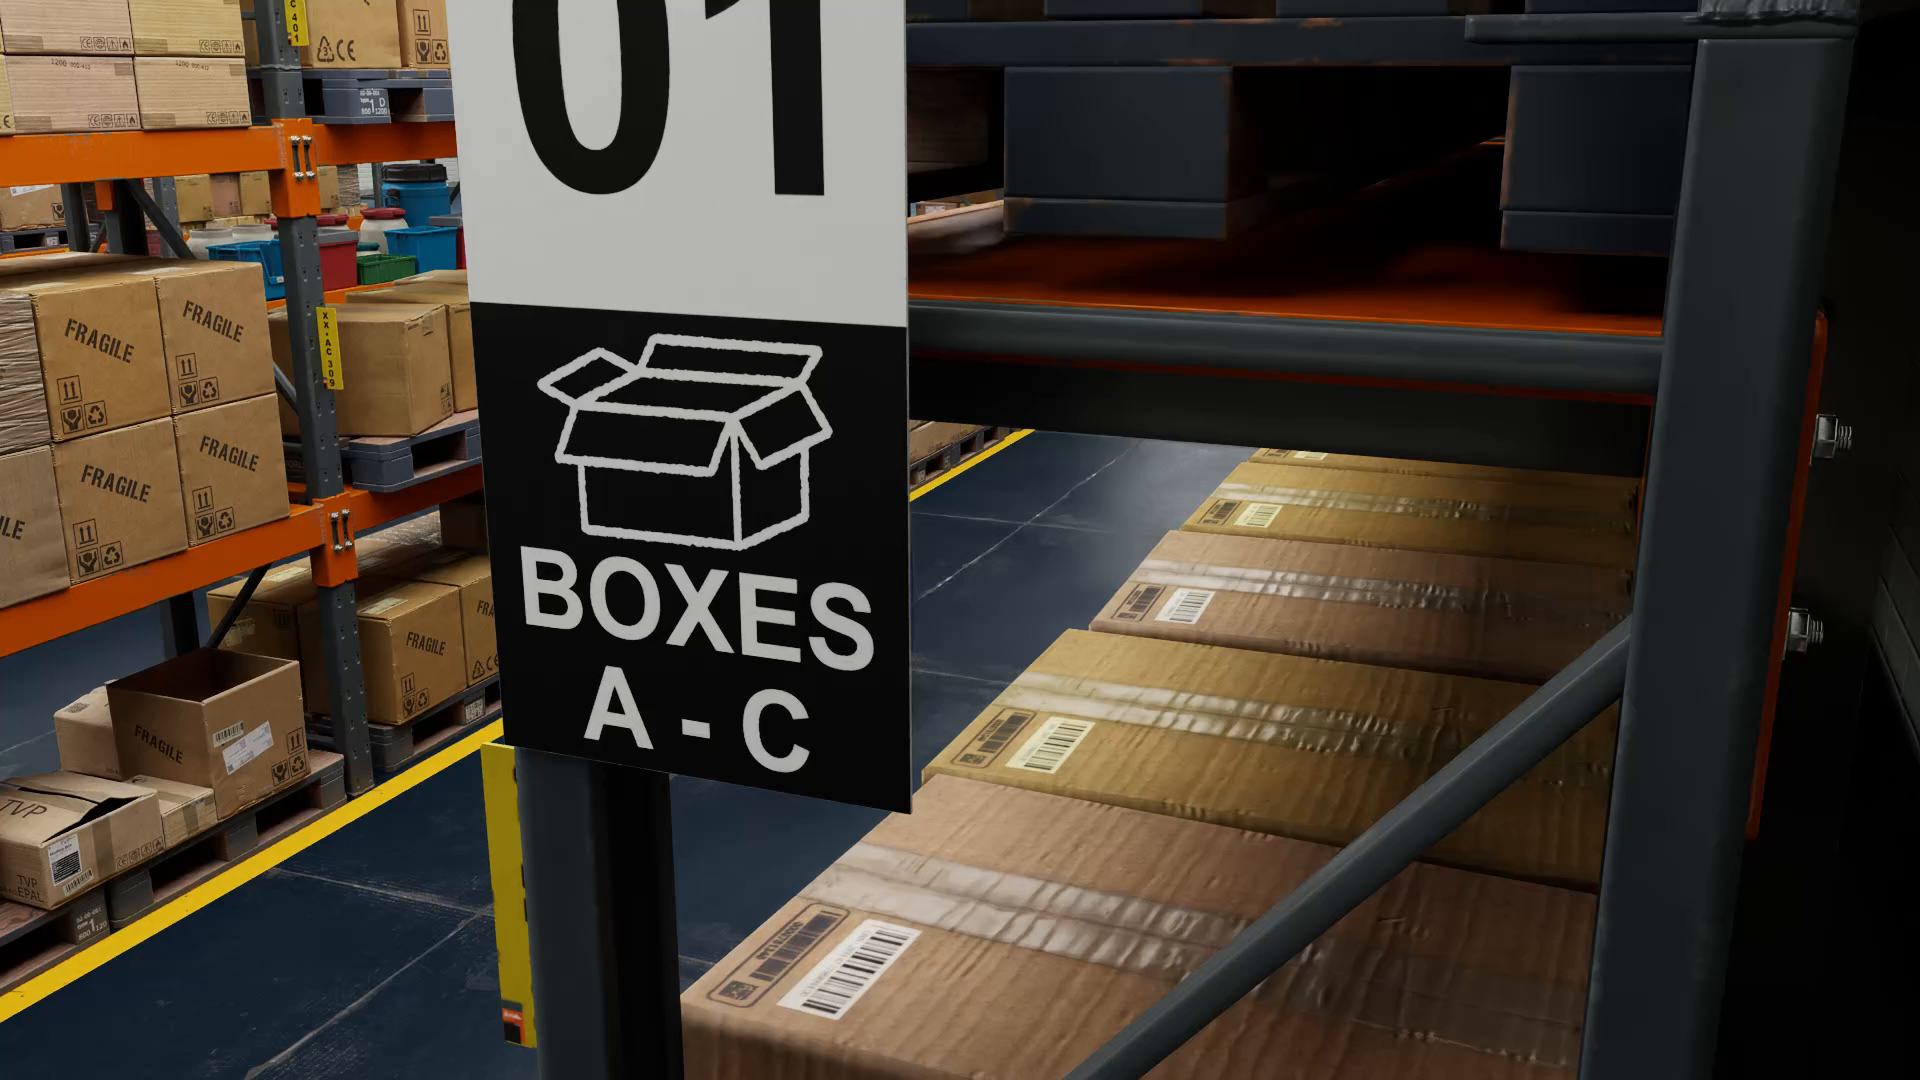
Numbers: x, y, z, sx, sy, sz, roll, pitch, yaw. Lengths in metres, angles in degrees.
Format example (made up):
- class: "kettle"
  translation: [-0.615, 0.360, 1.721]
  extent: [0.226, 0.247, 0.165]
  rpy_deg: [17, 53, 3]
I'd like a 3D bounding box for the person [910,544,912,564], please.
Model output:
- class: "person"
  translation: [-0.531, 0.329, 7.720]
  extent: [0.451, 1.199, 0.874]
  rpy_deg: [6, 16, 19]
